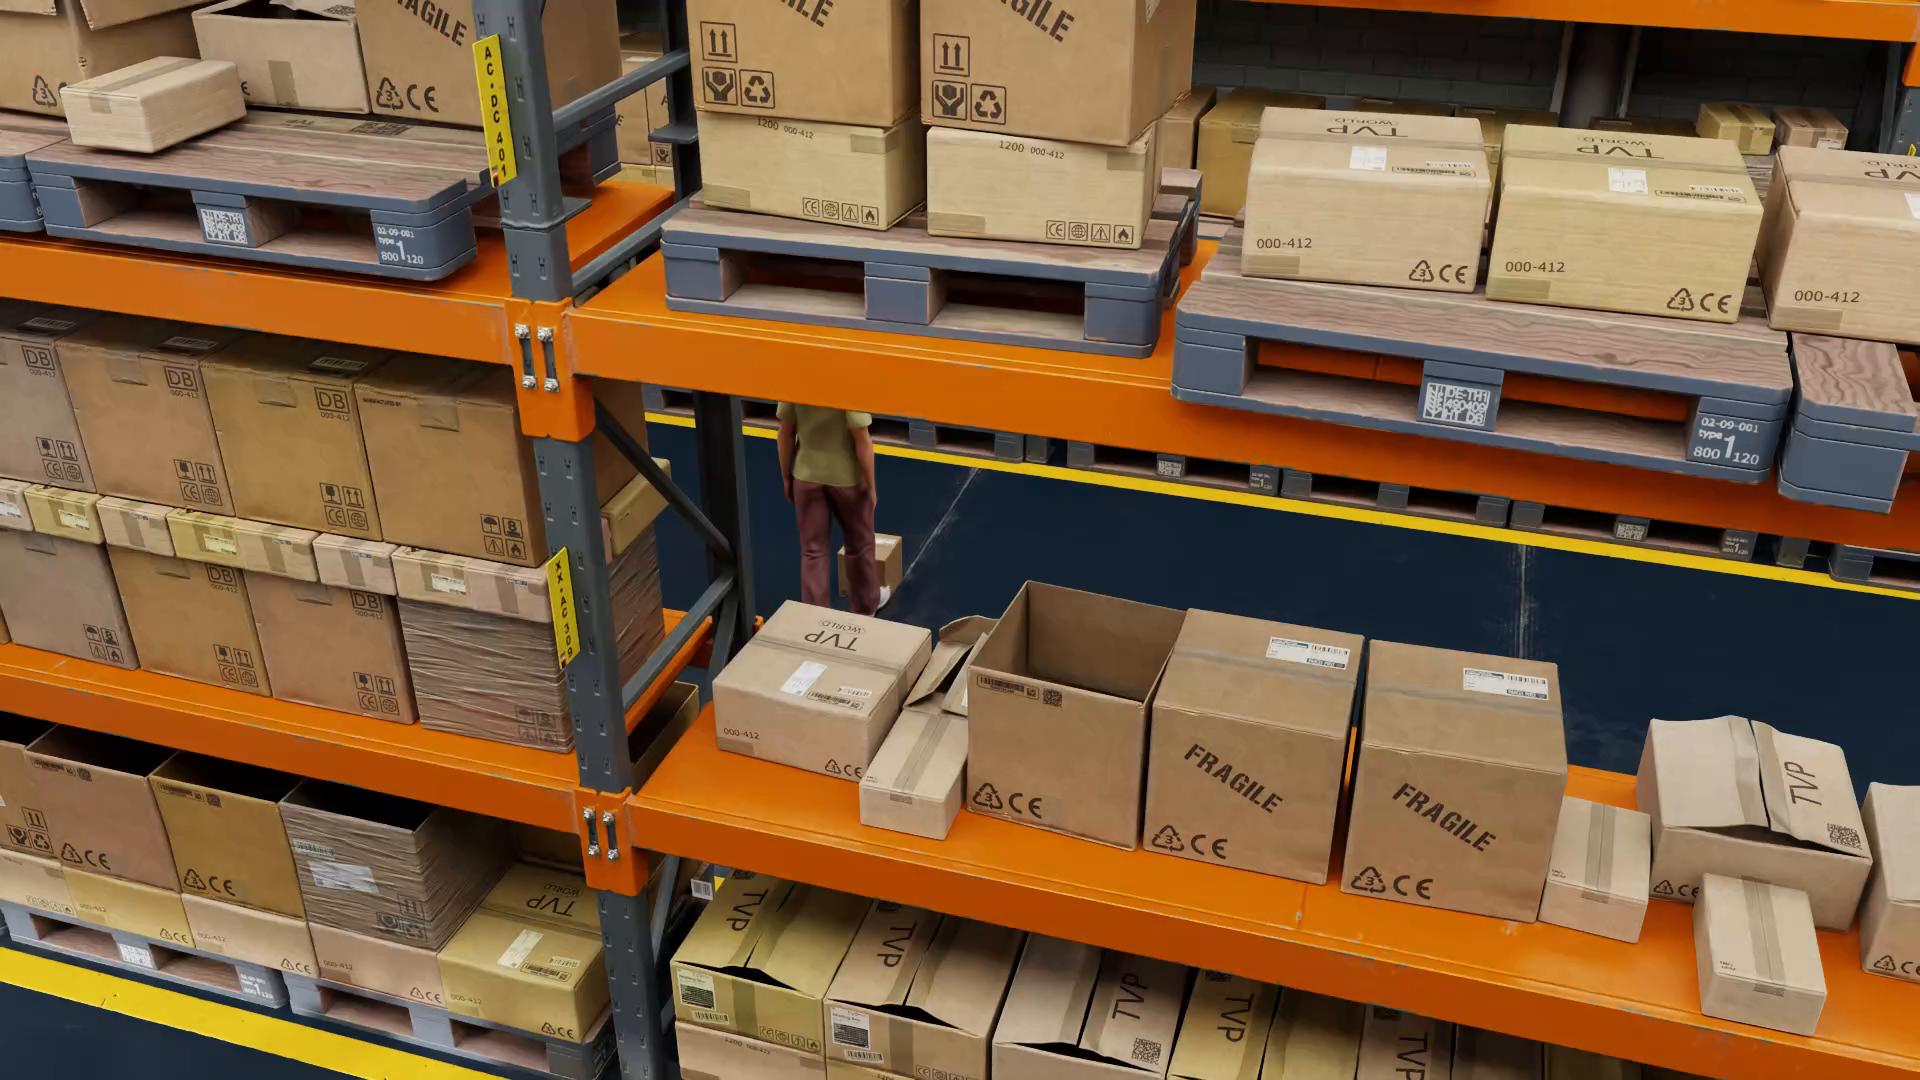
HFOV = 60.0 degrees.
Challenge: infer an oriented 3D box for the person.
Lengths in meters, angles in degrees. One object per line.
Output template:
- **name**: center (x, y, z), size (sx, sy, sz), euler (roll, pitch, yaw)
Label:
- **person**: center (-0.575, -0.304, 7.601), size (0.451, 1.664, 0.668), euler (5, 30, 9)
